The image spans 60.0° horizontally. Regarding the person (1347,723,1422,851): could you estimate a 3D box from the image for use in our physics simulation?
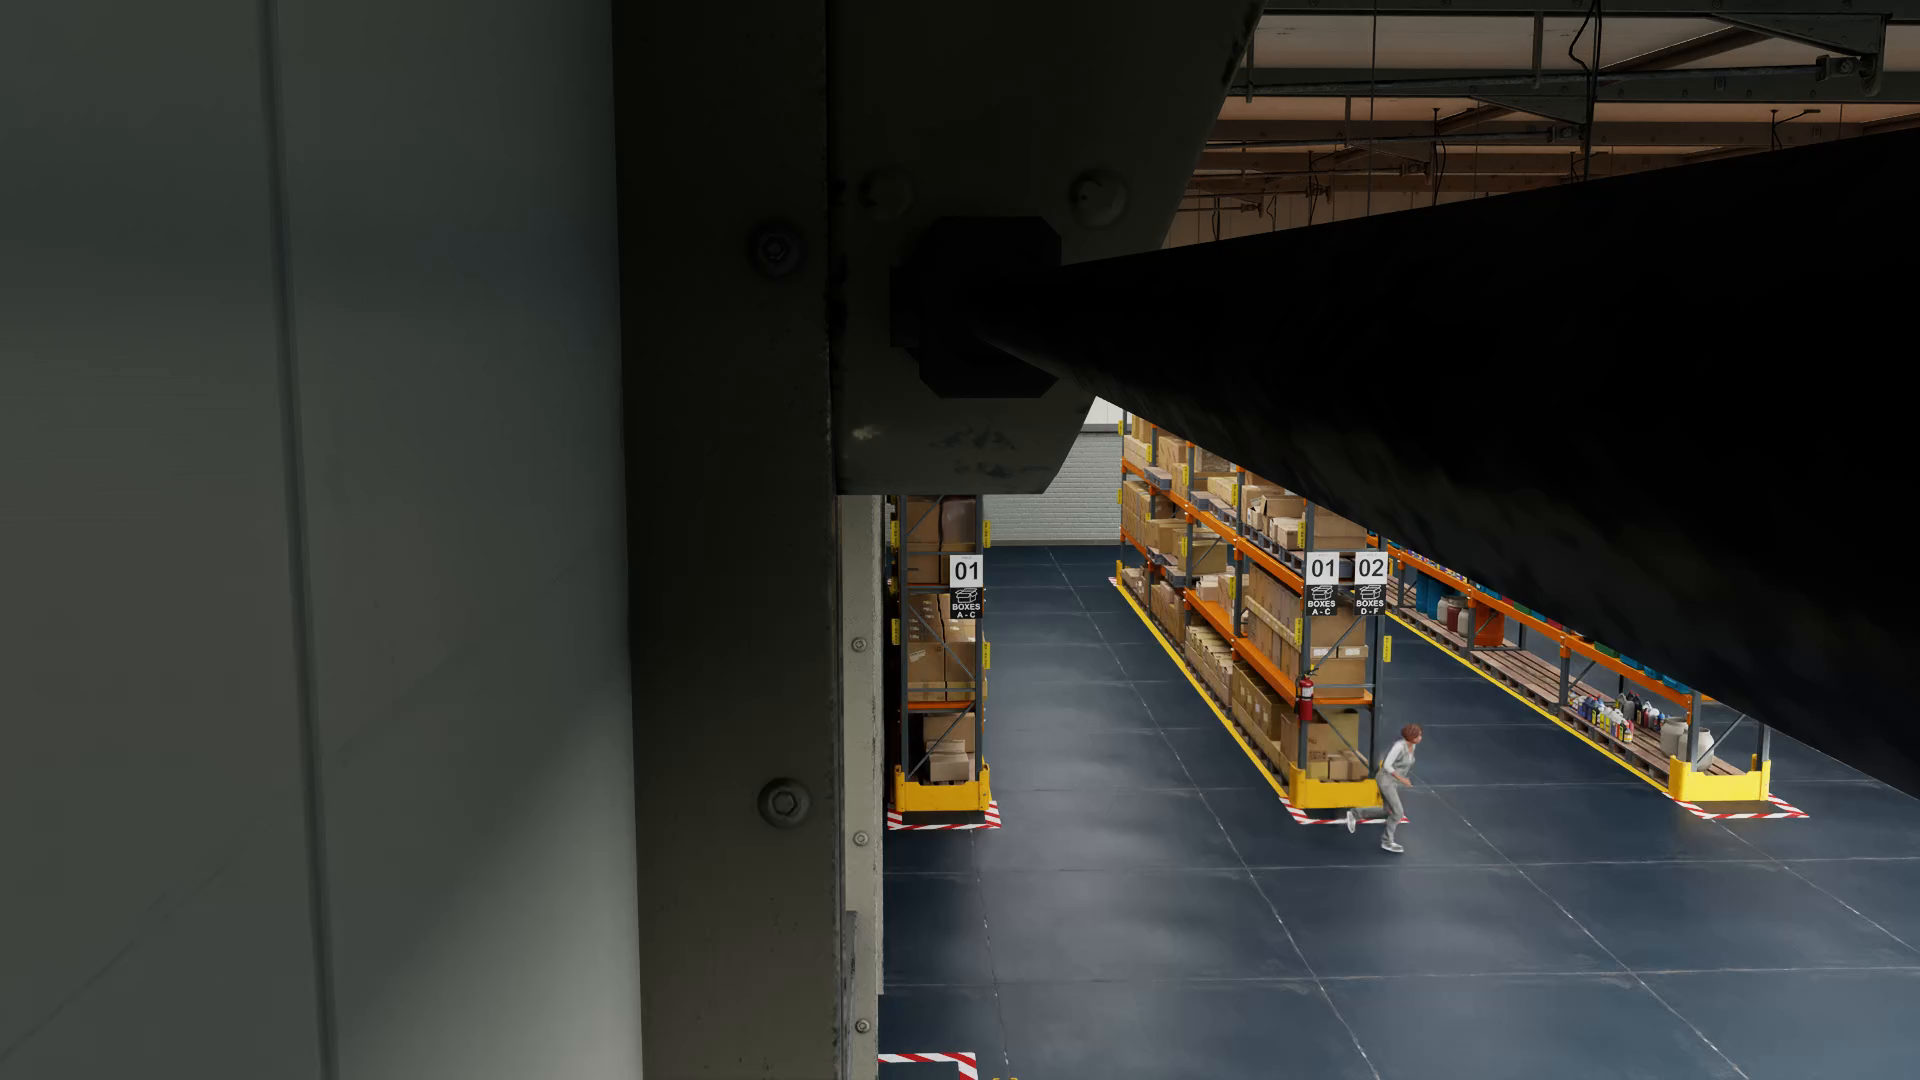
[{"bbox_3d":[2.231,2.476,21.326,7.700,1.505,1.201,6,10,34],"label":"person"}]
